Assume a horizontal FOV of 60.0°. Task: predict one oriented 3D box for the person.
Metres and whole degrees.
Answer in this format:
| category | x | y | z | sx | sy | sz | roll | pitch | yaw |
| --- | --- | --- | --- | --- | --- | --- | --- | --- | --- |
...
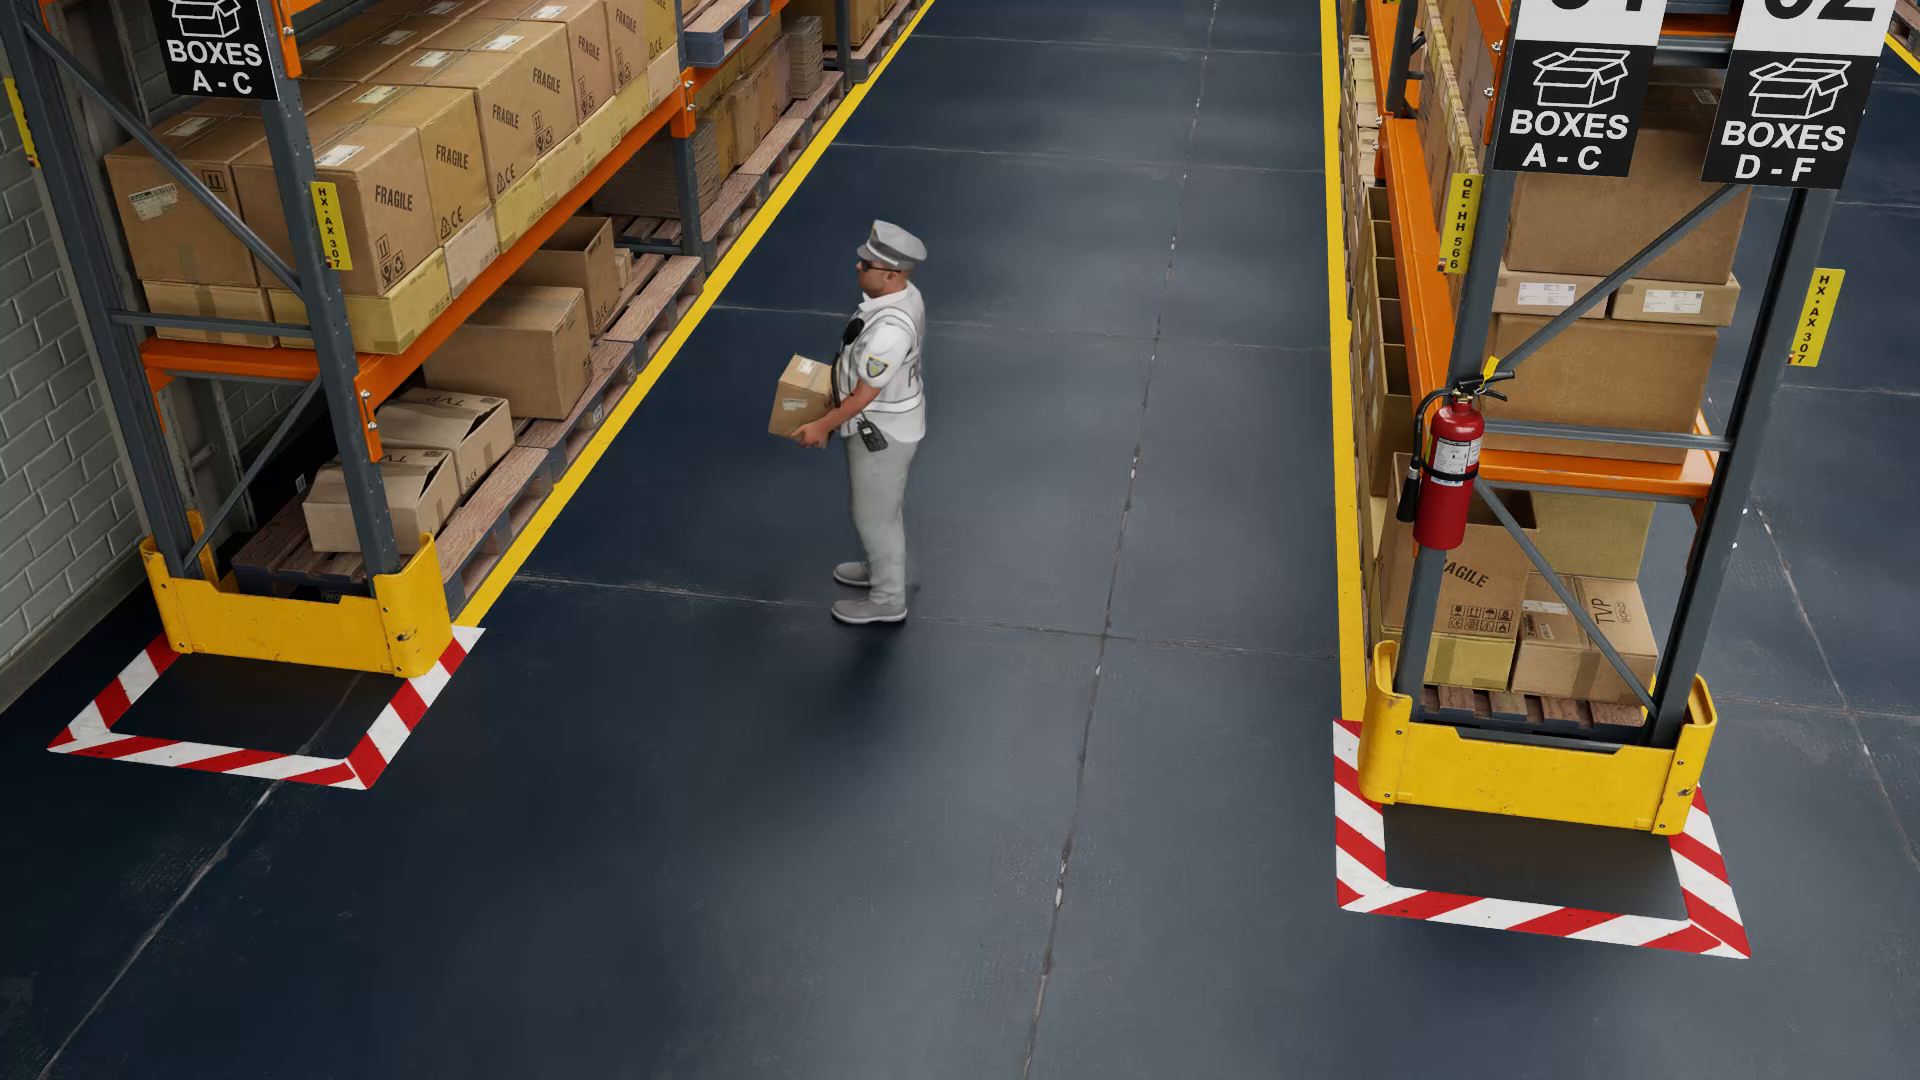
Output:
| category | x | y | z | sx | sy | sz | roll | pitch | yaw |
| --- | --- | --- | --- | --- | --- | --- | --- | --- | --- |
| person | -0.405 | -0.475 | 6.852 | 0.552 | 1.782 | 0.534 | 1 | 32 | 1 |
